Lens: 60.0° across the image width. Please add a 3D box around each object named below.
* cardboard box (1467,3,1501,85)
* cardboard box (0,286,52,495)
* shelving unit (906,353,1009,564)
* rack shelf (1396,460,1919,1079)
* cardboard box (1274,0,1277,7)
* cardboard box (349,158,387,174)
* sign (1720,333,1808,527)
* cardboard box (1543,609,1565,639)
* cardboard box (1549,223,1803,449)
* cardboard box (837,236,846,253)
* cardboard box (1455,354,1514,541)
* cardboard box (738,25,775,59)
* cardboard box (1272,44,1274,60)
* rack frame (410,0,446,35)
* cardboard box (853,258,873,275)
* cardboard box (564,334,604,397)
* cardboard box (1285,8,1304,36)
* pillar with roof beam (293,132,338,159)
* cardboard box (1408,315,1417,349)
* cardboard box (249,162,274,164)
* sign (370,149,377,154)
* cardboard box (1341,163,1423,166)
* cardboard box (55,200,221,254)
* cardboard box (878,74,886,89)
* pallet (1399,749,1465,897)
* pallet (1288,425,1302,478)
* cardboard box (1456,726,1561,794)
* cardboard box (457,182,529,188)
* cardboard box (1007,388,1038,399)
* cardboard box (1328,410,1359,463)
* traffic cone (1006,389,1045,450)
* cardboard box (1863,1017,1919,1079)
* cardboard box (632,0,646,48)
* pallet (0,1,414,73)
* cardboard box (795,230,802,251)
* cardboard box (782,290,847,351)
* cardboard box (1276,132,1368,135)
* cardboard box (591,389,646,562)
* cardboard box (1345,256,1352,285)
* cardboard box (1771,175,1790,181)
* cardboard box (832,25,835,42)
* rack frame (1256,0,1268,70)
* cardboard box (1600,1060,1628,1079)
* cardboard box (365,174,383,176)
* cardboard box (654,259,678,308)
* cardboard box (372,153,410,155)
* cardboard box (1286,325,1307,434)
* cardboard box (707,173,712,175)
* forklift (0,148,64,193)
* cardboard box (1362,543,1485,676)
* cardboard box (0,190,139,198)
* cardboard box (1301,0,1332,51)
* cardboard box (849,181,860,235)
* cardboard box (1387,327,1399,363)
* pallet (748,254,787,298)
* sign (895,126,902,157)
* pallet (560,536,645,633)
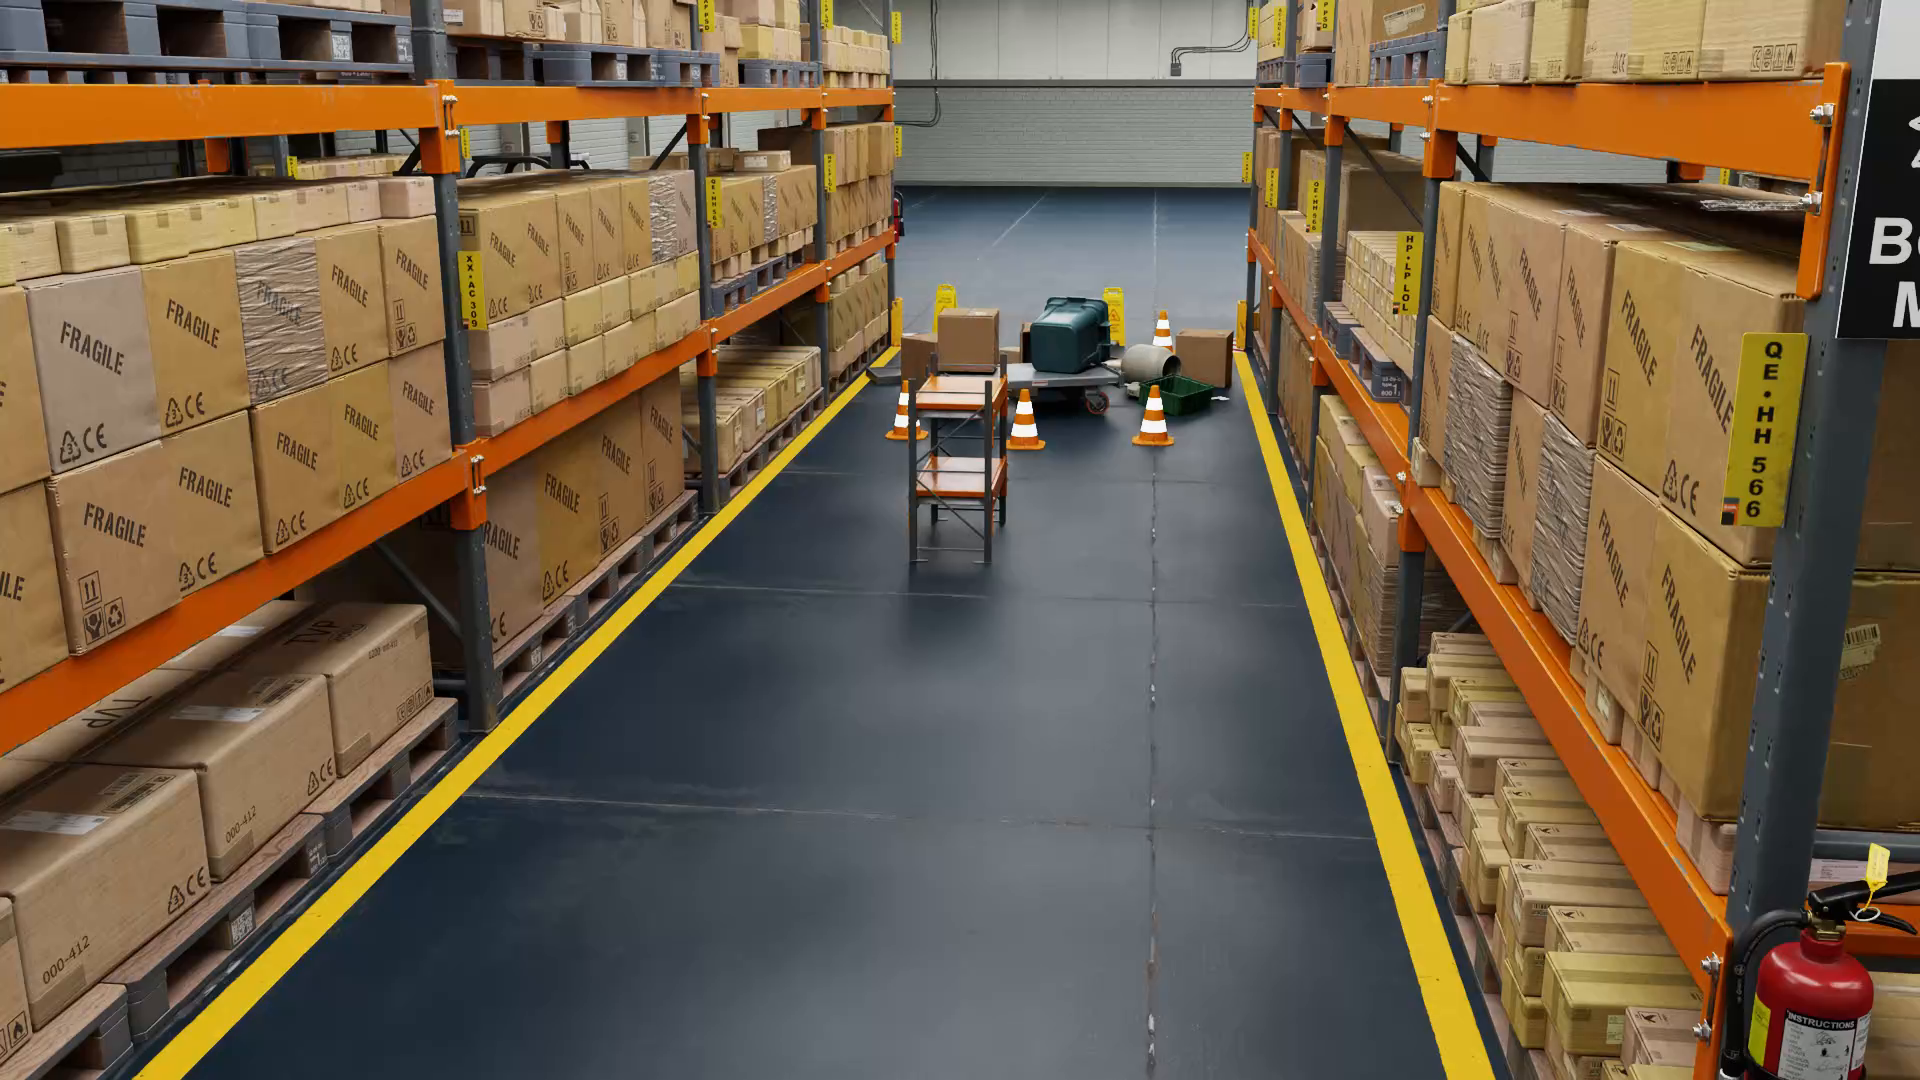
[{"bbox_3d":[1.972,-1.618,5.441,0.500,0.250,0.500,1,15,5],"label":"cardboard box"},{"bbox_3d":[-2.659,-0.348,4.097,0.500,0.500,0.500,1,15,5],"label":"cardboard box"},{"bbox_3d":[-0.001,-0.541,10.509,0.538,1.125,1.048,2,15,6],"label":"shelving unit"},{"bbox_3d":[2.108,0.381,4.885,1.077,0.370,4.000,2,15,6],"label":"rack shelf"},{"bbox_3d":[3.074,-4.890,15.209,0.380,0.149,0.250,2,15,6],"label":"cardboard box"},{"bbox_3d":[-6.173,-3.870,17.224,0.380,0.149,0.250,2,15,7],"label":"cardboard box"},{"bbox_3d":[1.333,-0.181,2.760,0.100,0.325,0.005,2,15,6],"label":"sign"},{"bbox_3d":[1.885,0.180,4.731,0.380,0.149,0.250,2,15,7],"label":"cardboard box"},{"bbox_3d":[1.794,-0.515,4.142,0.500,0.500,0.500,2,15,9],"label":"cardboard box"},{"bbox_3d":[-1.300,-2.830,15.864,0.380,0.149,0.250,2,15,8],"label":"cardboard box"},{"bbox_3d":[1.886,-0.298,5.255,0.500,0.500,0.500,1,15,5],"label":"cardboard box"},{"bbox_3d":[-1.736,-3.839,12.848,0.500,0.250,0.500,2,15,7],"label":"cardboard box"},{"bbox_3d":[3.074,-4.505,15.314,0.380,0.149,0.250,2,15,7],"label":"cardboard box"},{"bbox_3d":[-2.596,-3.501,6.368,1.000,3.000,0.127,2,15,6],"label":"rack frame"},{"bbox_3d":[-1.111,-2.821,17.133,0.380,0.149,0.250,2,15,9],"label":"cardboard box"},{"bbox_3d":[-2.154,-0.905,8.551,0.500,0.250,0.500,2,15,6],"label":"cardboard box"},{"bbox_3d":[3.037,-4.465,14.404,0.500,0.250,0.500,2,15,6],"label":"cardboard box"},{"bbox_3d":[-2.871,-6.477,17.377,9.100,9.000,0.400,2,15,6],"label":"pillar with roof beam"},{"bbox_3d":[2.242,-0.952,7.542,0.380,0.149,0.250,2,15,9],"label":"cardboard box"},{"bbox_3d":[-6.838,-3.621,16.303,0.380,0.149,0.250,1,15,5],"label":"cardboard box"},{"bbox_3d":[-6.725,-4.336,19.141,0.100,0.325,0.005,2,15,6],"label":"sign"},{"bbox_3d":[2.901,-2.301,11.317,0.700,0.500,0.500,1,15,5],"label":"cardboard box"},{"bbox_3d":[-2.535,-0.966,5.137,0.380,0.149,0.250,2,15,6],"label":"cardboard box"},{"bbox_3d":[-1.000,-4.877,17.688,0.380,0.149,0.250,2,15,7],"label":"cardboard box"},{"bbox_3d":[2.293,1.036,6.425,1.003,0.211,1.213,2,15,6],"label":"pallet"},{"bbox_3d":[3.089,-0.694,12.825,1.003,0.211,1.213,2,15,6],"label":"pallet"},{"bbox_3d":[1.903,0.753,5.647,0.380,0.149,0.250,2,15,7],"label":"cardboard box"},{"bbox_3d":[-2.624,-1.659,8.943,0.500,0.500,0.500,2,15,7],"label":"cardboard box"},{"bbox_3d":[0.531,-1.508,15.729,0.258,0.266,0.396,-10,18,-32],"label":"cardboard box"},{"bbox_3d":[2.409,-0.577,9.598,0.500,0.250,0.500,2,15,6],"label":"cardboard box"},{"bbox_3d":[0.519,-0.987,13.427,0.336,0.463,0.334,2,15,6],"label":"traffic cone"},{"bbox_3d":[2.191,1.238,3.855,0.380,0.149,0.250,2,15,7],"label":"cardboard box"},{"bbox_3d":[-1.953,-2.860,9.200,0.396,0.266,0.258,1,15,5],"label":"cardboard box"},{"bbox_3d":[-2.699,-1.798,5.988,1.003,0.211,1.213,2,15,6],"label":"pallet"},{"bbox_3d":[-1.518,-2.484,13.777,0.380,0.149,0.250,1,15,5],"label":"cardboard box"},{"bbox_3d":[-1.359,-2.062,15.568,0.500,0.500,0.500,2,15,9],"label":"cardboard box"},{"bbox_3d":[3.508,-3.668,16.125,0.875,0.550,0.500,2,15,6],"label":"cardboard box"},{"bbox_3d":[-2.410,-0.411,9.702,0.875,0.875,0.875,2,15,7],"label":"cardboard box"},{"bbox_3d":[2.531,-1.628,10.043,0.380,0.149,0.250,2,15,9],"label":"cardboard box"},{"bbox_3d":[8.153,-3.706,15.943,0.500,0.500,0.500,2,15,6],"label":"cardboard box"},{"bbox_3d":[-1.333,-4.532,14.881,0.380,0.149,0.250,2,15,8],"label":"cardboard box"},{"bbox_3d":[3.688,-6.493,17.436,1.000,3.000,0.127,2,15,6],"label":"rack frame"},{"bbox_3d":[1.741,1.371,3.933,0.380,0.149,0.250,1,15,5],"label":"cardboard box"},{"bbox_3d":[-6.134,-3.662,17.022,0.380,0.149,0.250,1,15,5],"label":"cardboard box"},{"bbox_3d":[-2.001,-1.545,9.958,0.500,0.250,0.500,1,15,5],"label":"cardboard box"},{"bbox_3d":[-6.425,-4.286,18.763,0.380,0.149,0.250,1,15,5],"label":"cardboard box"},{"bbox_3d":[3.143,-1.263,13.091,1.050,0.750,0.750,2,15,6],"label":"cardboard box"},{"bbox_3d":[-2.204,-2.570,12.853,0.500,0.500,0.500,1,15,4],"label":"cardboard box"},{"bbox_3d":[-4.976,-0.808,8.037,1.130,2.935,3.031,2,15,6],"label":"forklift"},{"bbox_3d":[2.167,0.320,7.718,0.500,0.500,0.500,1,15,5],"label":"cardboard box"},{"bbox_3d":[-3.037,-1.109,5.668,0.380,0.149,0.250,1,15,5],"label":"cardboard box"},{"bbox_3d":[2.703,-3.729,11.771,0.500,0.500,0.500,2,15,6],"label":"cardboard box"},{"bbox_3d":[-1.264,-3.238,16.129,0.500,0.500,0.500,2,15,6],"label":"cardboard box"},{"bbox_3d":[2.295,-0.945,8.086,0.380,0.149,0.250,1,15,4],"label":"cardboard box"},{"bbox_3d":[-1.962,-2.064,12.916,1.003,0.211,1.213,2,15,6],"label":"pallet"},{"bbox_3d":[-0.693,-4.407,18.389,0.100,0.325,0.005,2,15,6],"label":"sign"},{"bbox_3d":[-2.449,0.222,9.437,1.003,0.211,1.213,2,15,6],"label":"pallet"}]
